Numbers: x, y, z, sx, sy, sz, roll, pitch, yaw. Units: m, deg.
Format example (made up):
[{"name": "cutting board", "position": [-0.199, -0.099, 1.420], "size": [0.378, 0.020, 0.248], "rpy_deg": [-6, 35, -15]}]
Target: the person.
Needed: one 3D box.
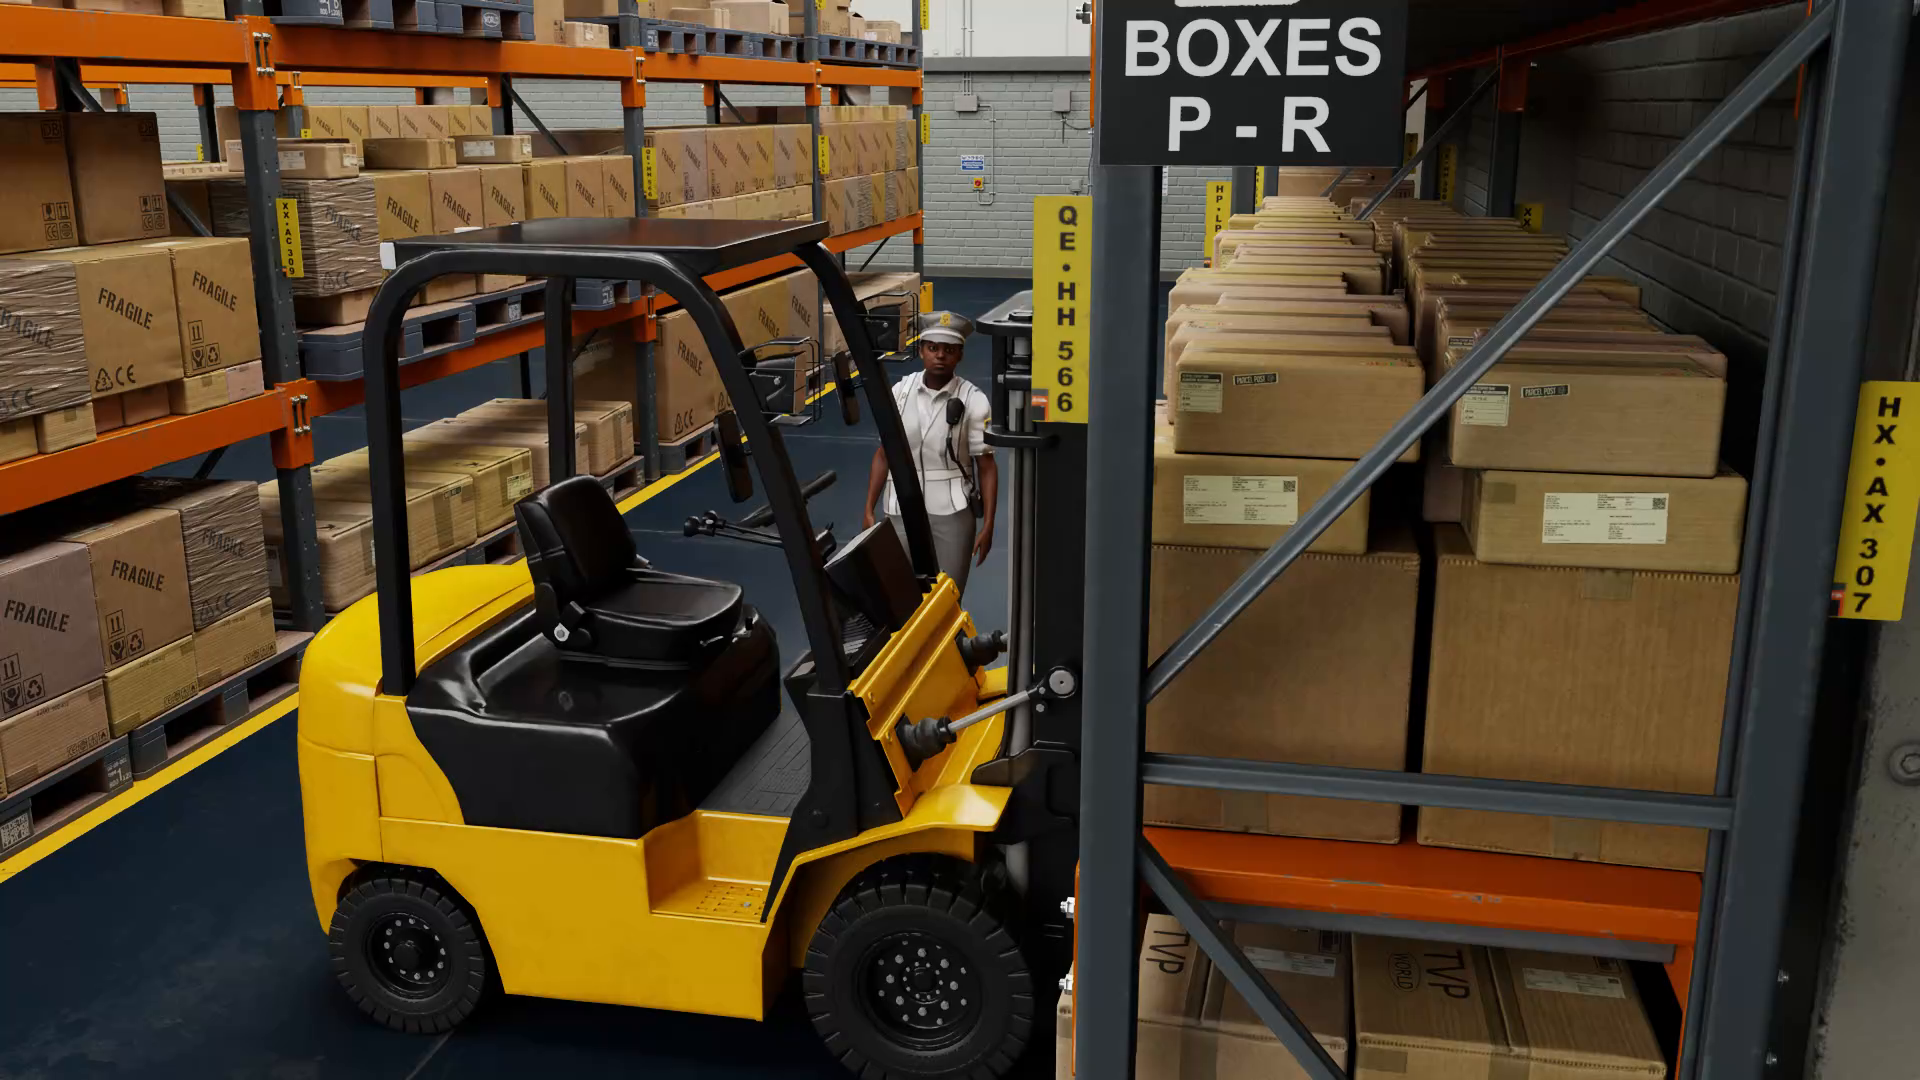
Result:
[{"name": "person", "position": [-0.146, -0.064, 6.651], "size": [0.570, 1.696, 0.529], "rpy_deg": [3, 15, 11]}]
